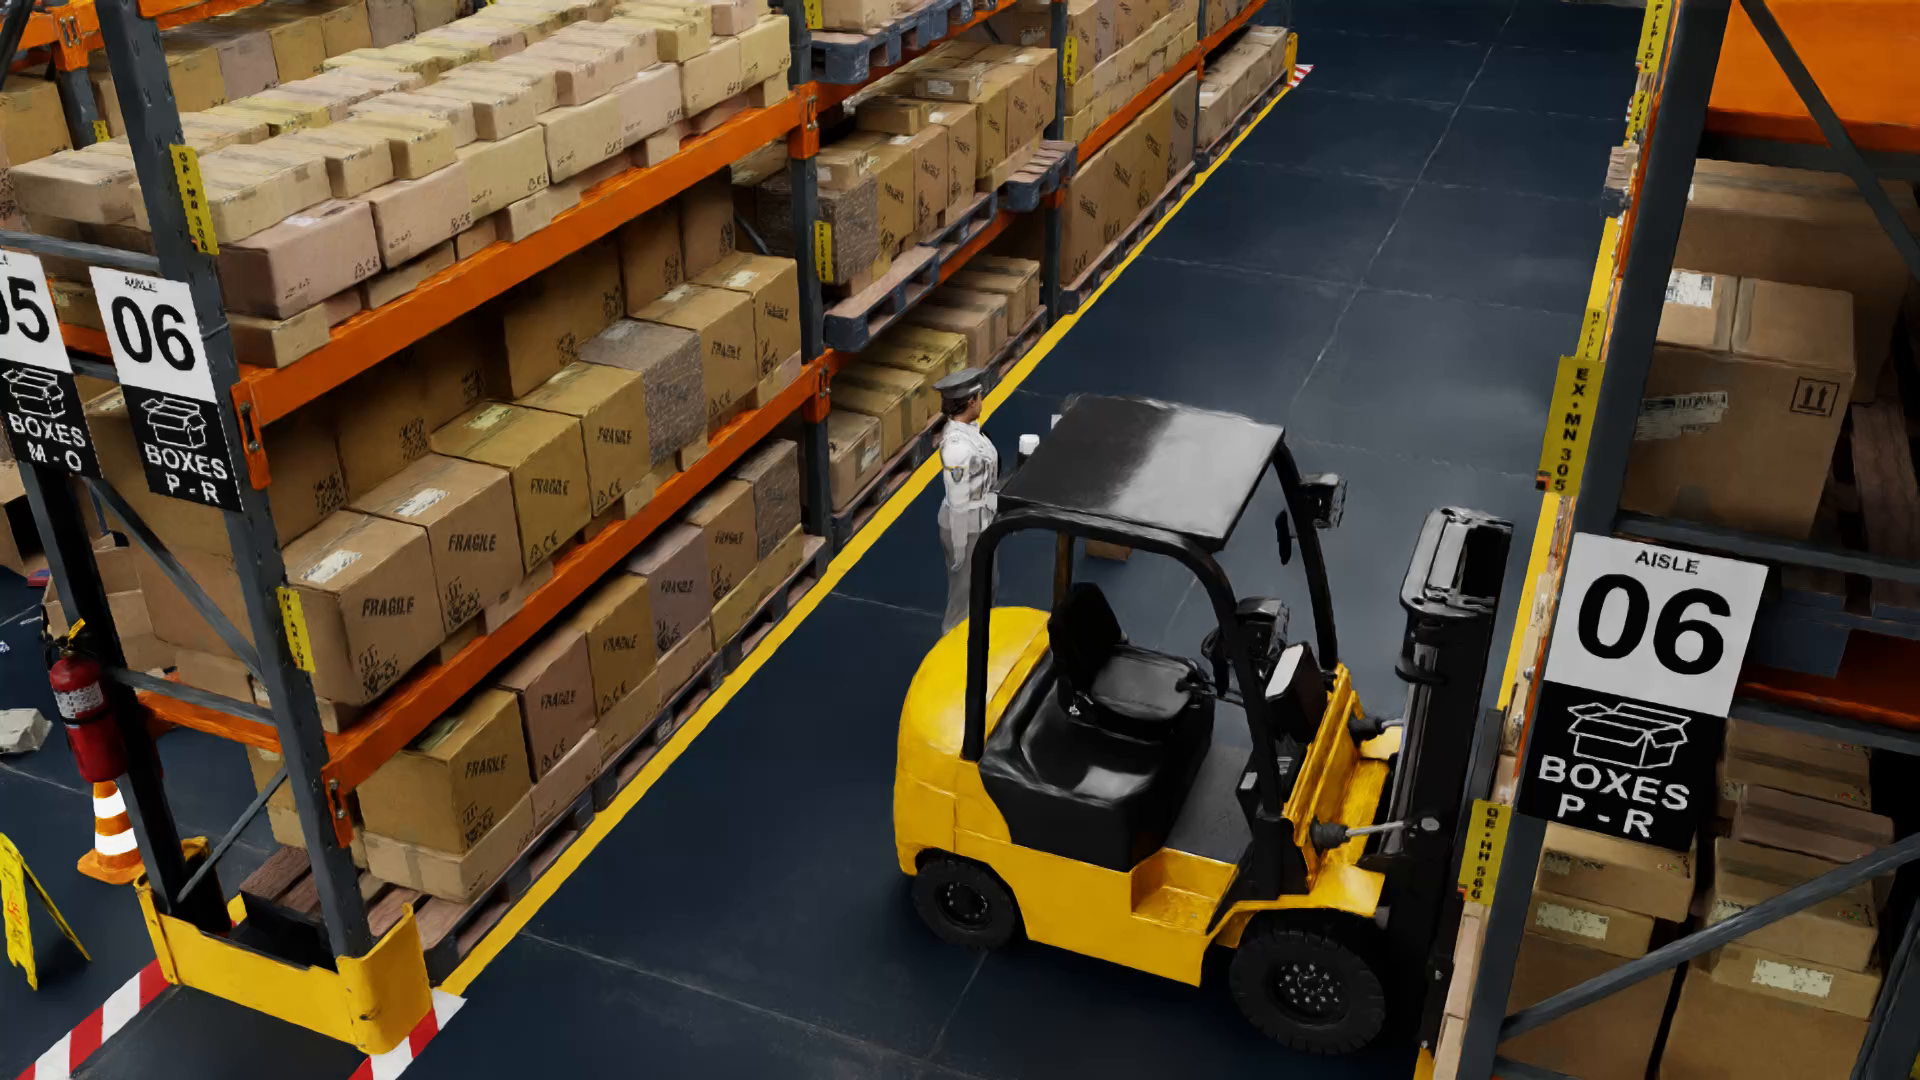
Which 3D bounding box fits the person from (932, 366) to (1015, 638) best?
[{"bbox_3d":[0.064,-0.055,8.492,0.429,1.668,0.556,4,30,6],"label":"person"}]
